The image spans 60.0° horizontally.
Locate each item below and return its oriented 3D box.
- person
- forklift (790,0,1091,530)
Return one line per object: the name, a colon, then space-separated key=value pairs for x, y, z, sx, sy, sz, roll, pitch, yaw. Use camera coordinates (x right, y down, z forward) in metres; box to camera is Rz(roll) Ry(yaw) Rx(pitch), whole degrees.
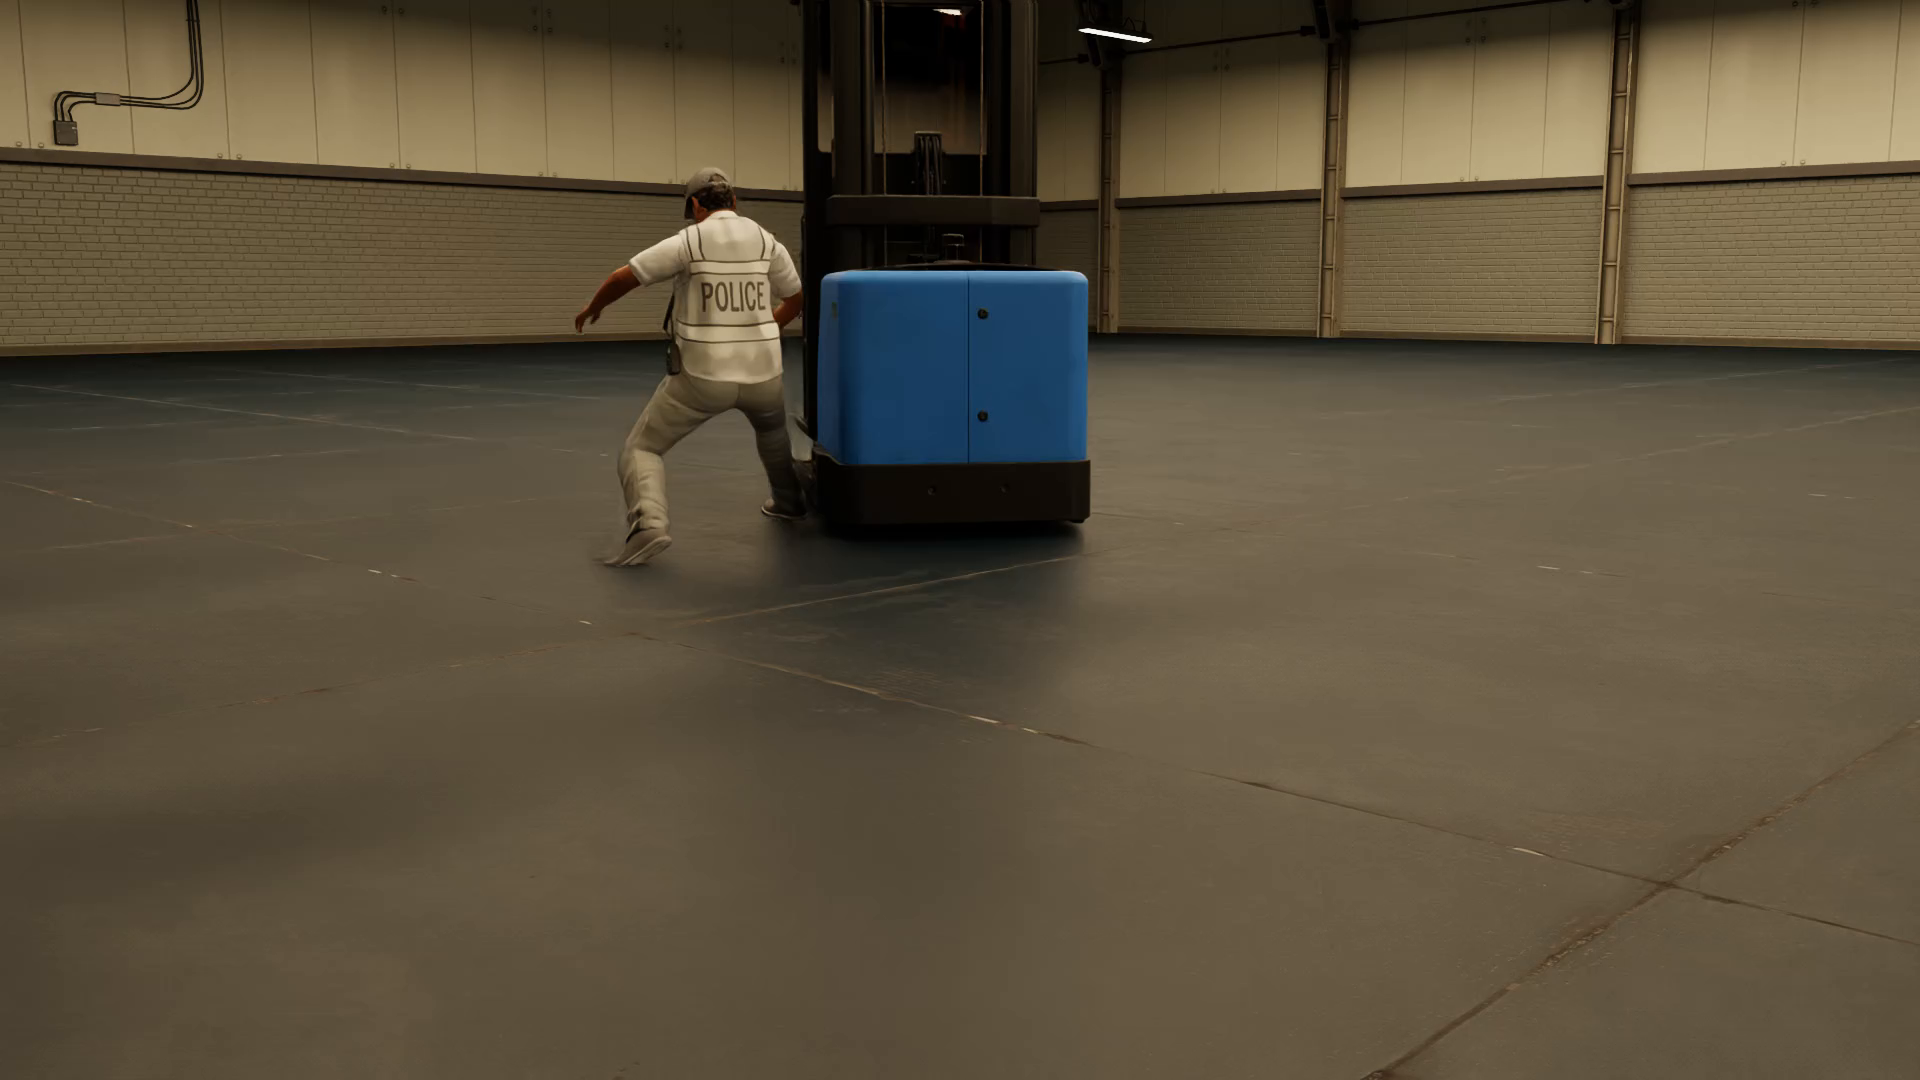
person: x=-1.012 y=-0.699 z=6.576 sx=1.096 sy=1.514 sz=0.960 roll=-5 pitch=10 yaw=-30
forklift: x=-0.227 y=-1.671 z=7.969 sx=1.130 sy=2.935 sz=3.031 roll=-2 pitch=9 yaw=-10
